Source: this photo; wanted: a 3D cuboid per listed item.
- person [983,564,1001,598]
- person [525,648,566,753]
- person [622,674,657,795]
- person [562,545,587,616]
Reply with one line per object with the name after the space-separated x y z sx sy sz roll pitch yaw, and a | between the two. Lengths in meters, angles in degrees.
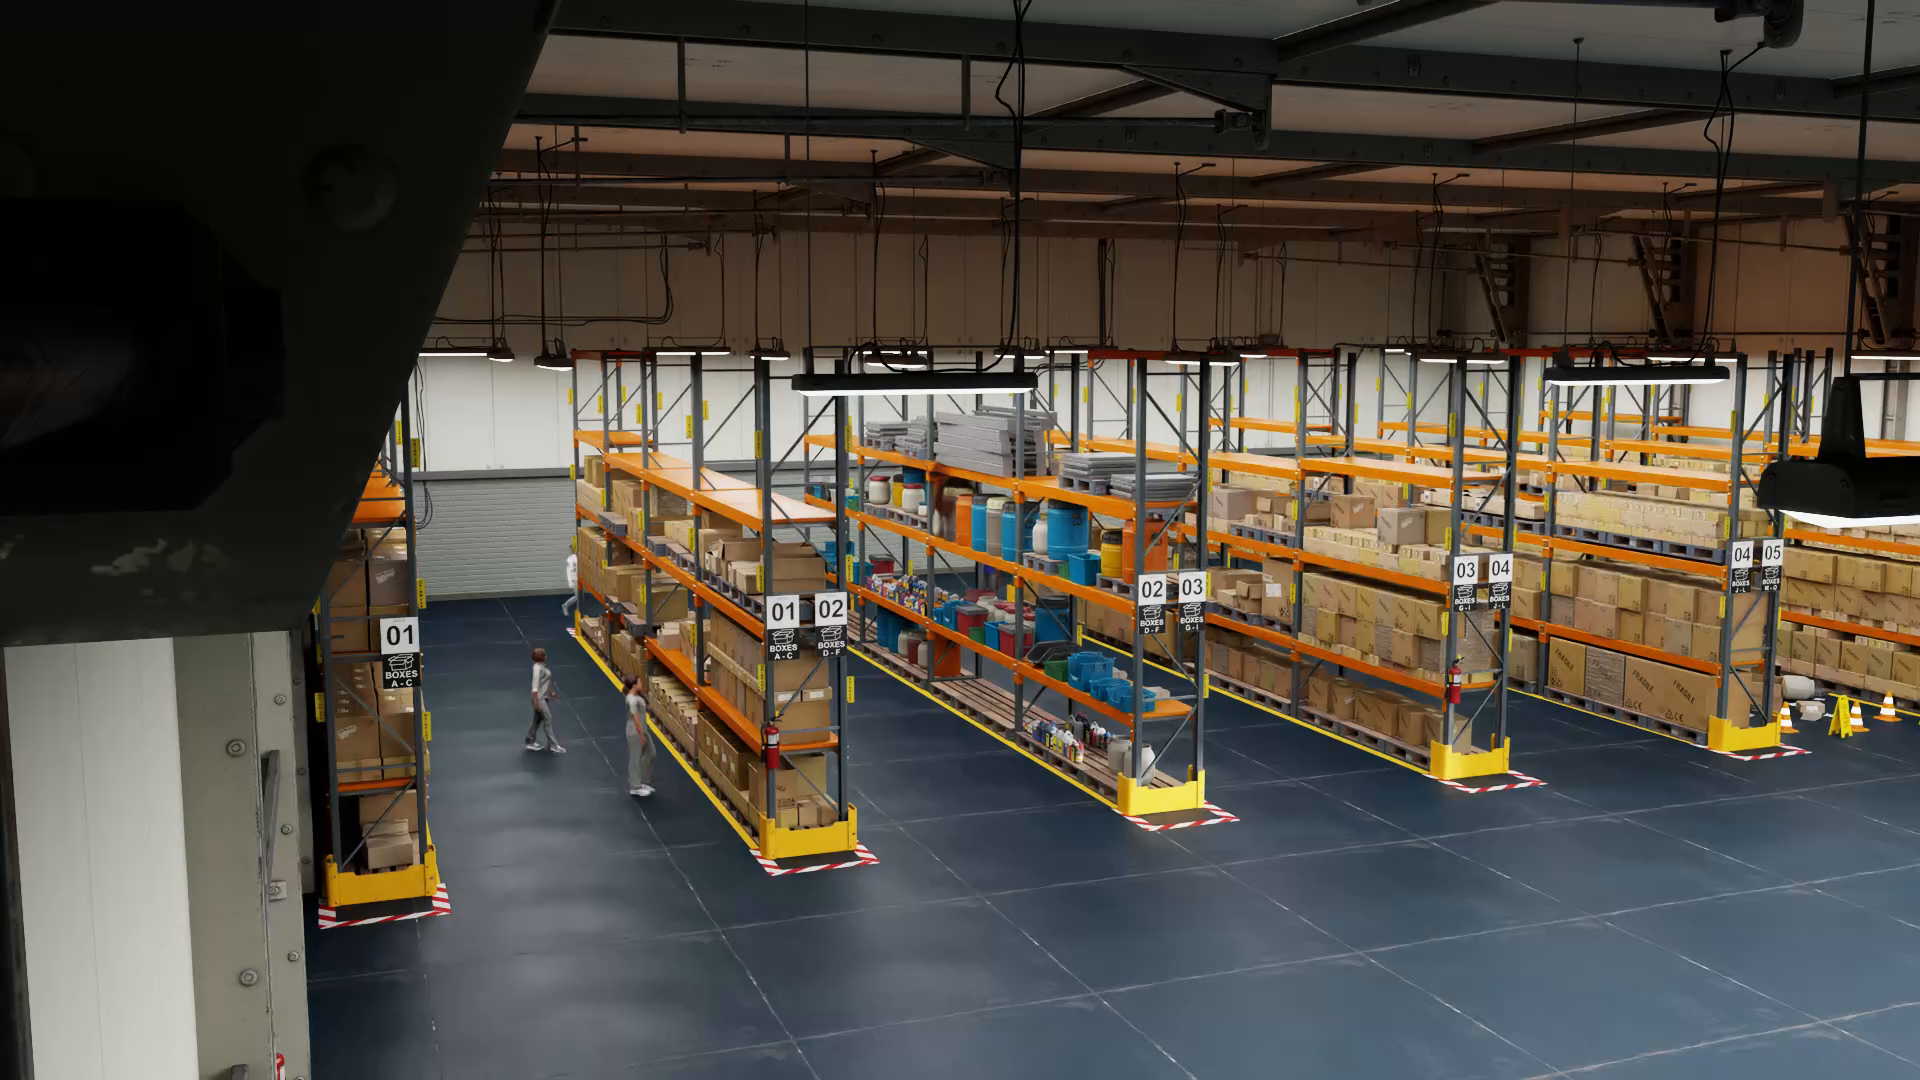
0.702 0.893 37.197 0.342 1.652 0.525 -5 8 -32 | person
-6.273 2.408 25.158 0.718 1.579 0.488 1 7 11 | person
-4.426 2.684 22.861 0.405 1.714 0.451 1 7 8 | person
-8.532 0.894 36.939 0.520 1.676 0.490 3 8 19 | person
